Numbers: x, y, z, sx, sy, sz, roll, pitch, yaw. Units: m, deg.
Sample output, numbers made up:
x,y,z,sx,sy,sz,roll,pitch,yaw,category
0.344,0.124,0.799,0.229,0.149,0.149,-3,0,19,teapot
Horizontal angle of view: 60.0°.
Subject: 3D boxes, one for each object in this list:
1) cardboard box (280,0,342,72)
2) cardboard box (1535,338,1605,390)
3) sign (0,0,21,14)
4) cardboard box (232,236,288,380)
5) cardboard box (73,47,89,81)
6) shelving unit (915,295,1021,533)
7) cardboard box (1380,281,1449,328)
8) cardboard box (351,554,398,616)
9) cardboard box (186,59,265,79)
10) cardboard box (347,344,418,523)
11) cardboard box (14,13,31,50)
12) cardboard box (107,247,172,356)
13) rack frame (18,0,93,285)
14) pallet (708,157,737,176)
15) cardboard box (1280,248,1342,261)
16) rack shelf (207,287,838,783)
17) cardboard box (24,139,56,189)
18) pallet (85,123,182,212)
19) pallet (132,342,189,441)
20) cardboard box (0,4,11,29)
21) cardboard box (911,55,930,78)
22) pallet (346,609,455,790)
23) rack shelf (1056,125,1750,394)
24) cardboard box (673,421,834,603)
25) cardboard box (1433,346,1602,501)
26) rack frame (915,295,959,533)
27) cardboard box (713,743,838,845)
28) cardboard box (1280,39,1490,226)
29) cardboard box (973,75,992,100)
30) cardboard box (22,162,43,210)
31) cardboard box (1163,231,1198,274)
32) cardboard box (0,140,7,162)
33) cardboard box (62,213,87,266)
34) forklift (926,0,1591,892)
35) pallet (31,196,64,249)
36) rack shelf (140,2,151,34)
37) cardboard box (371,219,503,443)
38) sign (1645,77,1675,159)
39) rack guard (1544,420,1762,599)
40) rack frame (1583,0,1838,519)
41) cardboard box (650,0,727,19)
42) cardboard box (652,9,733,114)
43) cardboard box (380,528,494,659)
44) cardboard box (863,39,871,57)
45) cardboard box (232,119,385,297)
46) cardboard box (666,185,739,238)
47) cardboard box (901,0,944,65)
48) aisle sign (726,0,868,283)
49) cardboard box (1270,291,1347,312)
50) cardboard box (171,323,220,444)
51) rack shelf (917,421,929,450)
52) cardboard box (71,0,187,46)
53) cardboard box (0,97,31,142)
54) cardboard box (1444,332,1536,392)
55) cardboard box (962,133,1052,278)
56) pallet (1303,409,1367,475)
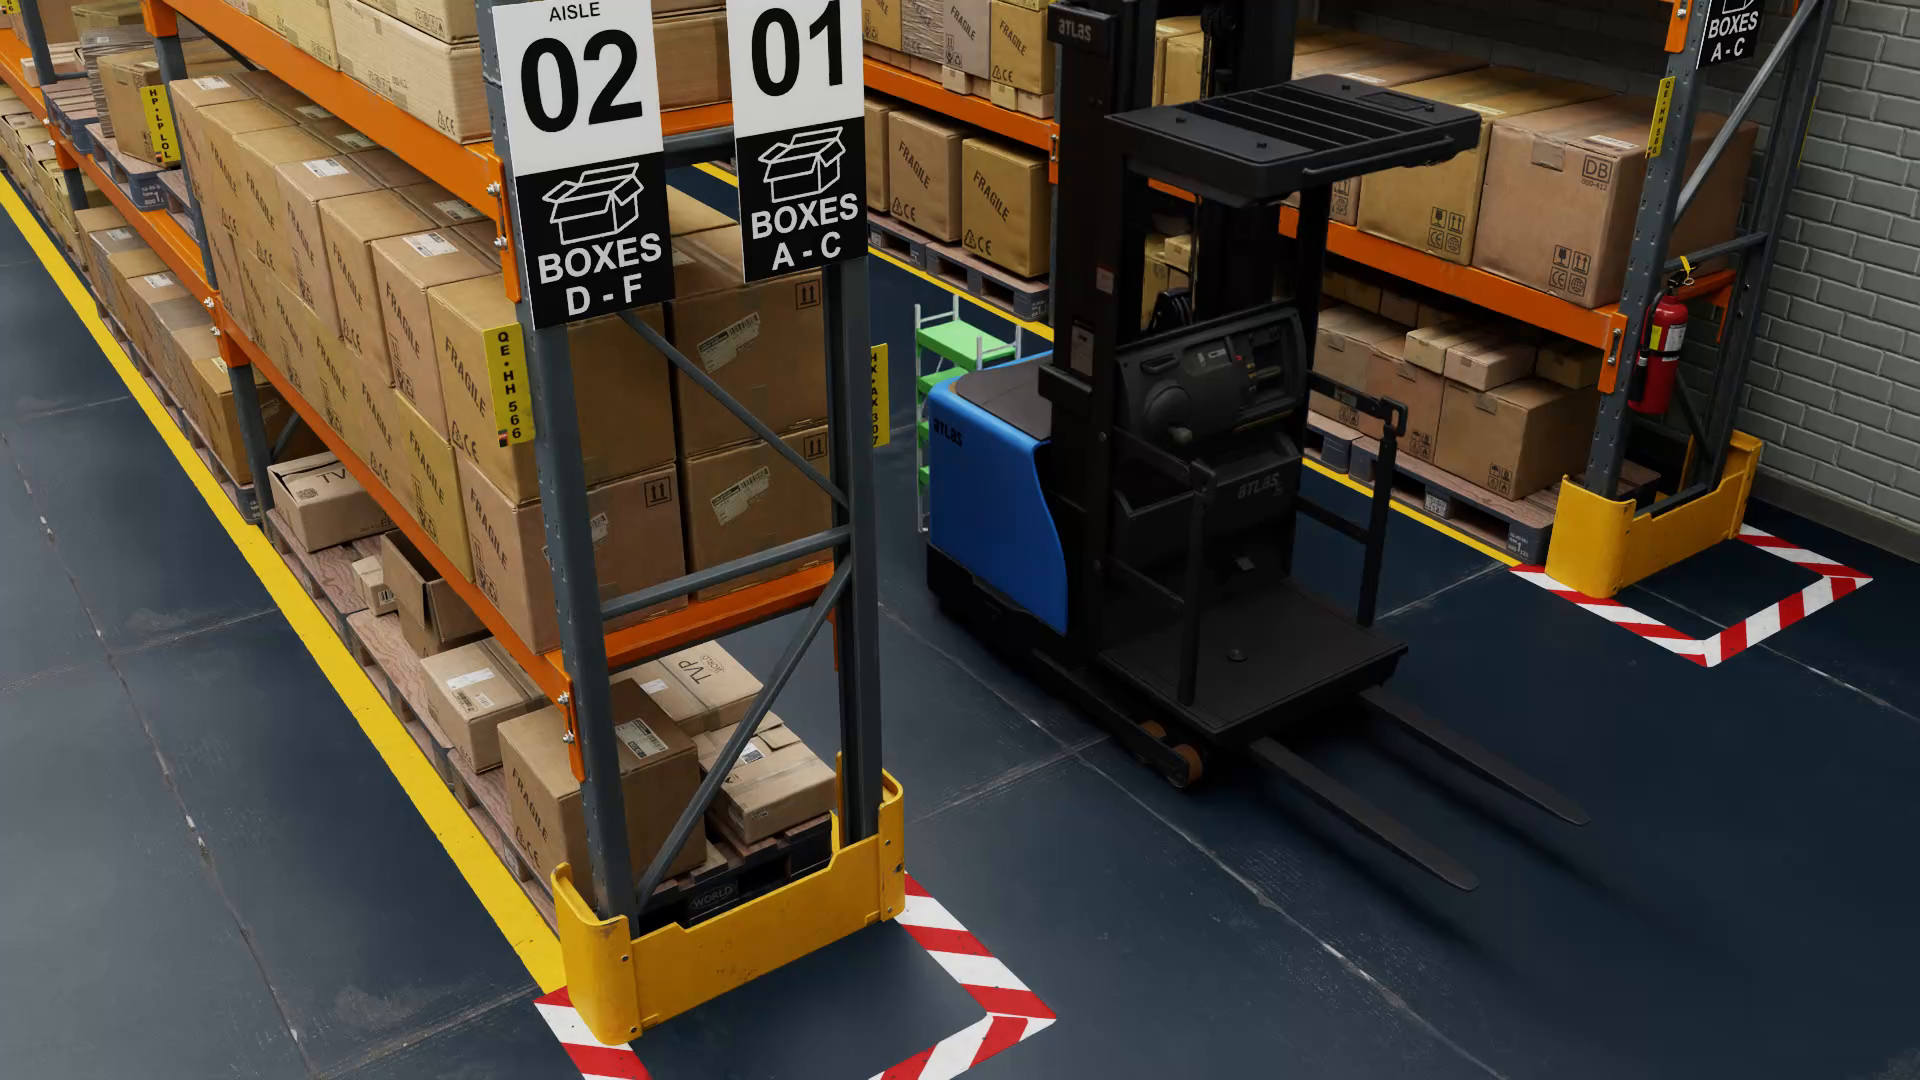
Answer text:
x,y,z,sx,sy,sz,roll,pitch,yaw,category
-1.793,-1.663,5.183,0.500,0.250,0.500,-19,34,-31,cardboard box
3.082,-0.891,8.247,0.380,0.149,0.250,-19,34,-30,cardboard box
-5.790,-3.360,10.080,0.100,0.325,0.005,-19,34,-31,sign
-2.646,-1.023,6.886,0.500,0.500,0.500,-18,33,-30,cardboard box
-5.515,-3.120,10.946,0.500,0.311,0.500,-16,33,-28,cardboard box
0.033,-0.505,7.922,0.258,1.200,0.503,-19,34,-31,shelving unit
2.495,-1.284,8.971,0.380,0.149,0.250,-18,33,-30,cardboard box
-2.442,0.157,7.325,0.380,0.166,0.250,-19,34,-31,cardboard box
-3.562,-2.175,8.568,0.700,0.500,0.500,-13,31,-23,cardboard box
-1.769,-0.435,5.803,0.500,0.500,0.500,-18,34,-30,cardboard box
-6.631,-3.902,12.188,0.500,0.500,0.500,-19,34,-31,cardboard box
-4.713,-1.446,9.929,0.500,0.500,0.500,-19,34,-31,cardboard box
-5.339,-3.006,10.642,1.000,3.000,0.127,-19,34,-31,rack frame
-1.758,-3.458,14.395,1.003,0.211,1.213,-19,34,-31,pallet
2.048,-1.582,9.520,0.380,0.149,0.250,-18,33,-30,cardboard box
-1.859,-0.357,6.519,1.077,0.370,4.000,-19,34,-31,rack shelf
-6.441,-2.761,12.045,0.500,0.311,0.500,-19,34,-31,cardboard box
-4.208,-2.167,9.298,1.003,0.211,1.213,-19,34,-31,pallet
-4.234,-1.006,9.881,1.003,0.211,1.213,-19,34,-31,pallet
-7.312,-4.050,12.827,0.380,0.149,0.250,-19,34,-31,cardboard box
-0.114,-3.281,11.391,0.380,0.149,0.250,-20,34,-32,cardboard box
-1.910,0.516,7.078,1.003,0.211,1.213,-19,34,-31,pallet
2.174,-1.730,9.046,1.077,0.370,4.000,-19,34,-31,rack shelf
-0.742,-0.185,5.344,0.500,0.500,0.500,-18,33,-30,cardboard box
2.847,-0.599,8.390,0.700,0.500,0.500,-19,34,-31,cardboard box
-0.109,-0.600,8.097,0.240,1.200,0.015,-19,34,-31,rack frame
-0.662,0.906,5.966,0.380,0.149,0.250,-19,34,-31,cardboard box
2.164,-2.175,8.797,0.980,0.700,0.700,-21,35,-33,cardboard box
0.308,-2.980,10.836,0.380,0.149,0.250,-18,33,-29,cardboard box
-6.735,-2.714,12.546,0.500,0.250,0.500,-18,33,-30,cardboard box
1.414,-1.692,9.722,0.380,0.149,0.250,-18,33,-29,cardboard box
-7.627,-3.312,13.646,0.500,0.250,0.500,-20,34,-32,cardboard box
-5.843,-2.119,11.450,0.500,0.250,0.500,-18,33,-29,cardboard box
1.109,-0.589,6.263,1.130,2.935,3.031,-19,34,-31,forklift
-6.489,-2.585,12.789,1.003,0.211,1.213,-19,34,-31,pallet
-4.179,-3.231,8.666,1.077,0.370,4.000,-19,34,-31,rack shelf
-1.475,-0.672,5.193,0.500,0.500,0.500,-18,33,-29,cardboard box
2.884,-1.737,6.844,0.100,0.325,0.005,-19,34,-31,sign
3.348,-0.161,8.022,1.175,0.500,0.348,-19,34,-31,rack guard
3.334,-1.269,7.443,1.000,3.000,0.127,-19,34,-31,rack frame
-0.785,-1.640,4.616,0.500,0.250,0.500,-19,34,-31,cardboard box
-0.790,-1.418,4.733,0.500,0.250,0.500,-19,34,-31,cardboard box
-1.925,0.182,6.927,0.797,0.503,0.637,-19,34,-31,cardboard box
-0.535,-3.593,11.964,0.380,0.149,0.250,-18,33,-30,cardboard box
-2.378,-1.273,6.298,0.500,0.500,0.500,-20,34,-32,cardboard box
-1.051,-0.826,5.475,0.500,0.500,0.500,-18,33,-30,cardboard box
-0.048,-3.510,11.133,0.500,0.500,0.500,-19,34,-31,cardboard box
-0.420,-1.093,4.396,0.394,0.787,0.004,-19,34,-31,aisle sign
1.949,-1.194,9.485,0.700,0.500,0.500,-18,33,-30,cardboard box
-3.819,-0.853,8.836,0.500,0.500,0.500,-19,34,-30,cardboard box
0.033,-0.449,7.953,0.258,0.148,0.480,-19,34,-31,rack shelf
-4.882,-3.021,10.125,0.500,0.500,0.700,19,34,30,cardboard box
-7.337,-3.358,13.144,0.500,0.311,0.500,-19,34,-31,cardboard box
2.624,-0.884,8.234,0.380,0.149,0.250,-19,34,-31,cardboard box
0.531,-2.280,11.118,0.750,0.750,0.750,-18,33,-30,cardboard box
2.103,-0.806,9.514,1.003,0.211,1.213,-19,34,-31,pallet
